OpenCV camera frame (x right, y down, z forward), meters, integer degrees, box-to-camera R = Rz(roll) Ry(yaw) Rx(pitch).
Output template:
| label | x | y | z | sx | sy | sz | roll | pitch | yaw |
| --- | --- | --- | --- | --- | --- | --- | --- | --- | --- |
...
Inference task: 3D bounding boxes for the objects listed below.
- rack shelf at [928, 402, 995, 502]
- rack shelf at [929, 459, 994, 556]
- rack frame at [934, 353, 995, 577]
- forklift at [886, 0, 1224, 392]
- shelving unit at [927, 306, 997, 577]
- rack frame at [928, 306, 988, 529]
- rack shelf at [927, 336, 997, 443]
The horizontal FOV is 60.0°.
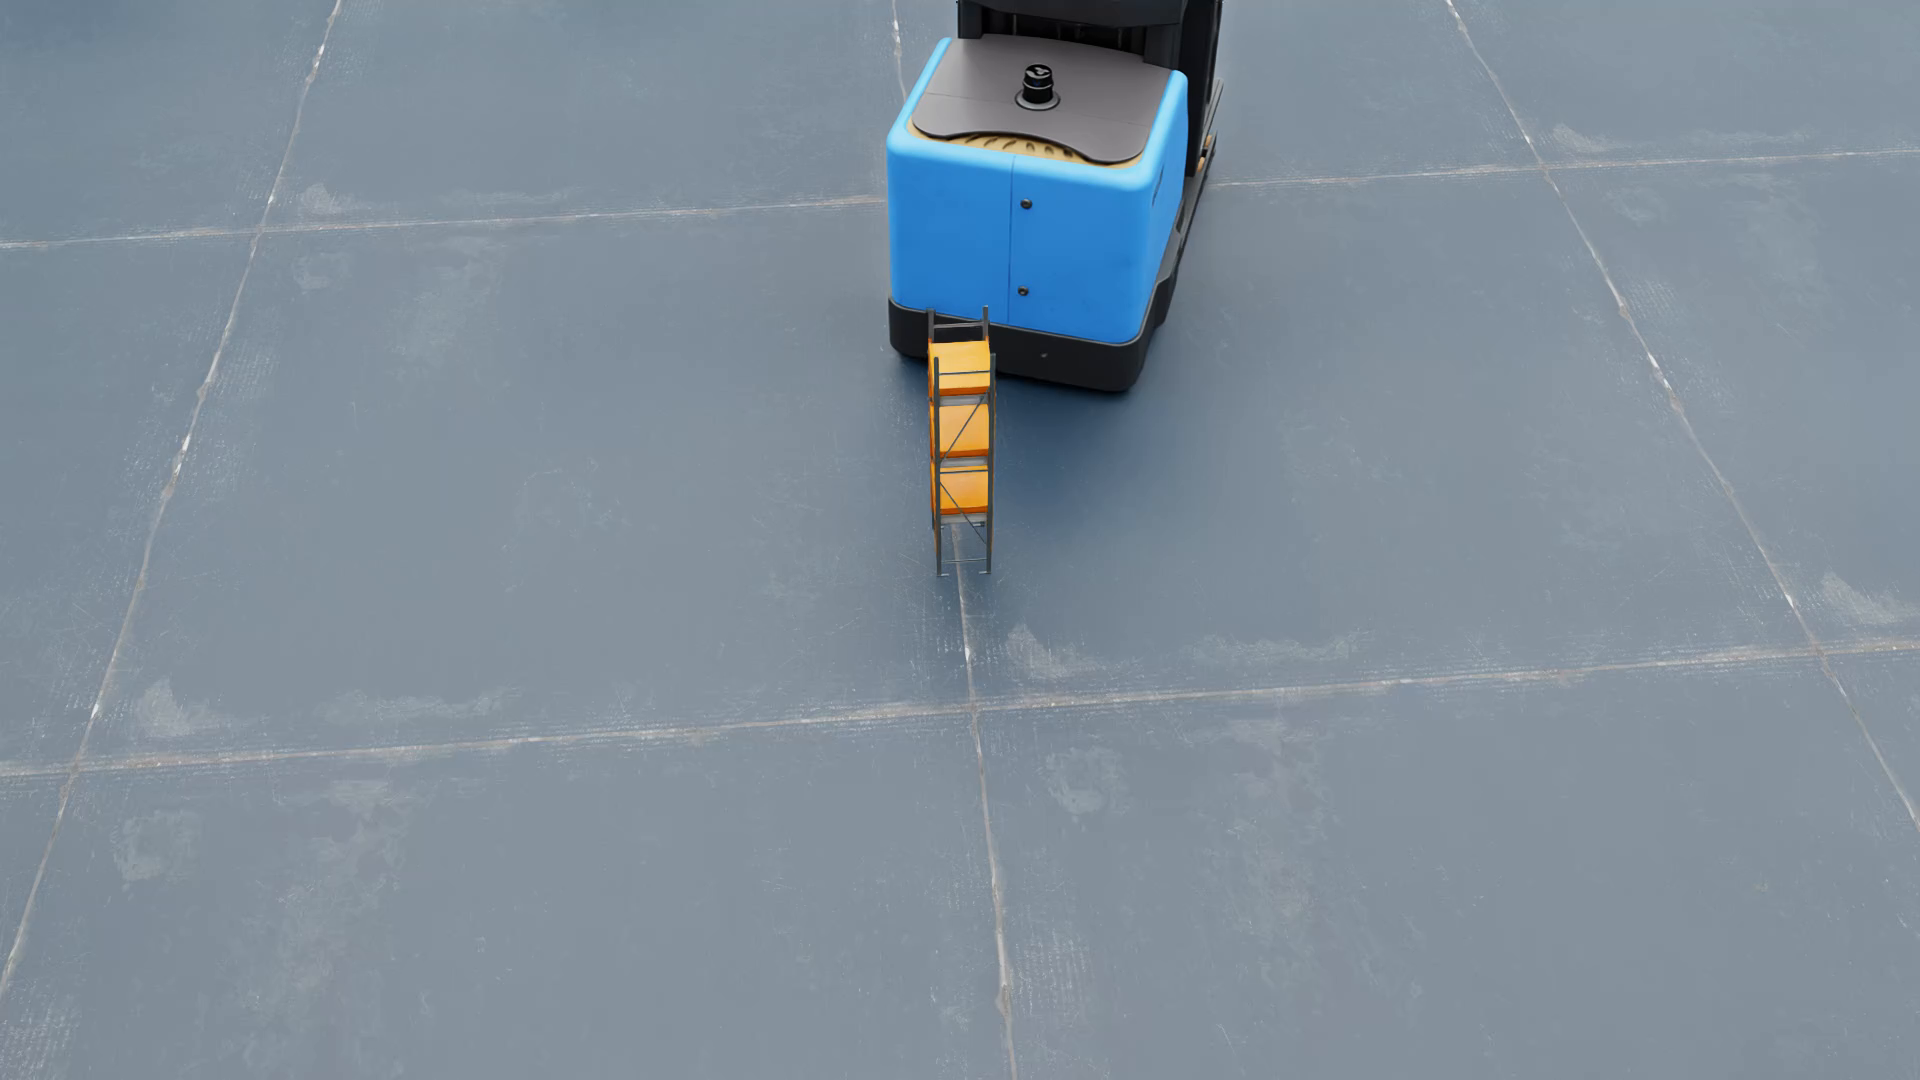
| label | x | y | z | sx | sy | sz | roll | pitch | yaw |
| --- | --- | --- | --- | --- | --- | --- | --- | --- | --- |
| rack shelf | 0.004 | -0.315 | 5.840 | 0.215 | 0.259 | 0.240 | -3 | 47 | -3 |
| rack shelf | 0.004 | -0.124 | 6.042 | 0.215 | 0.259 | 0.240 | -3 | 47 | -3 |
| rack frame | 0.015 | -0.234 | 5.749 | 0.200 | 1.050 | 0.008 | -3 | 47 | -3 |
| forklift | 0.592 | -2.701 | 6.789 | 1.130 | 2.935 | 3.031 | 11 | 48 | 11 |
| shelving unit | 0.004 | -0.322 | 5.832 | 0.215 | 1.050 | 0.252 | -3 | 47 | -3 |
| rack frame | -0.006 | -0.411 | 5.916 | 0.200 | 1.050 | 0.008 | -3 | 47 | -3 |
| rack shelf | 0.004 | -0.510 | 5.634 | 0.215 | 0.259 | 0.240 | -3 | 47 | -3 |
